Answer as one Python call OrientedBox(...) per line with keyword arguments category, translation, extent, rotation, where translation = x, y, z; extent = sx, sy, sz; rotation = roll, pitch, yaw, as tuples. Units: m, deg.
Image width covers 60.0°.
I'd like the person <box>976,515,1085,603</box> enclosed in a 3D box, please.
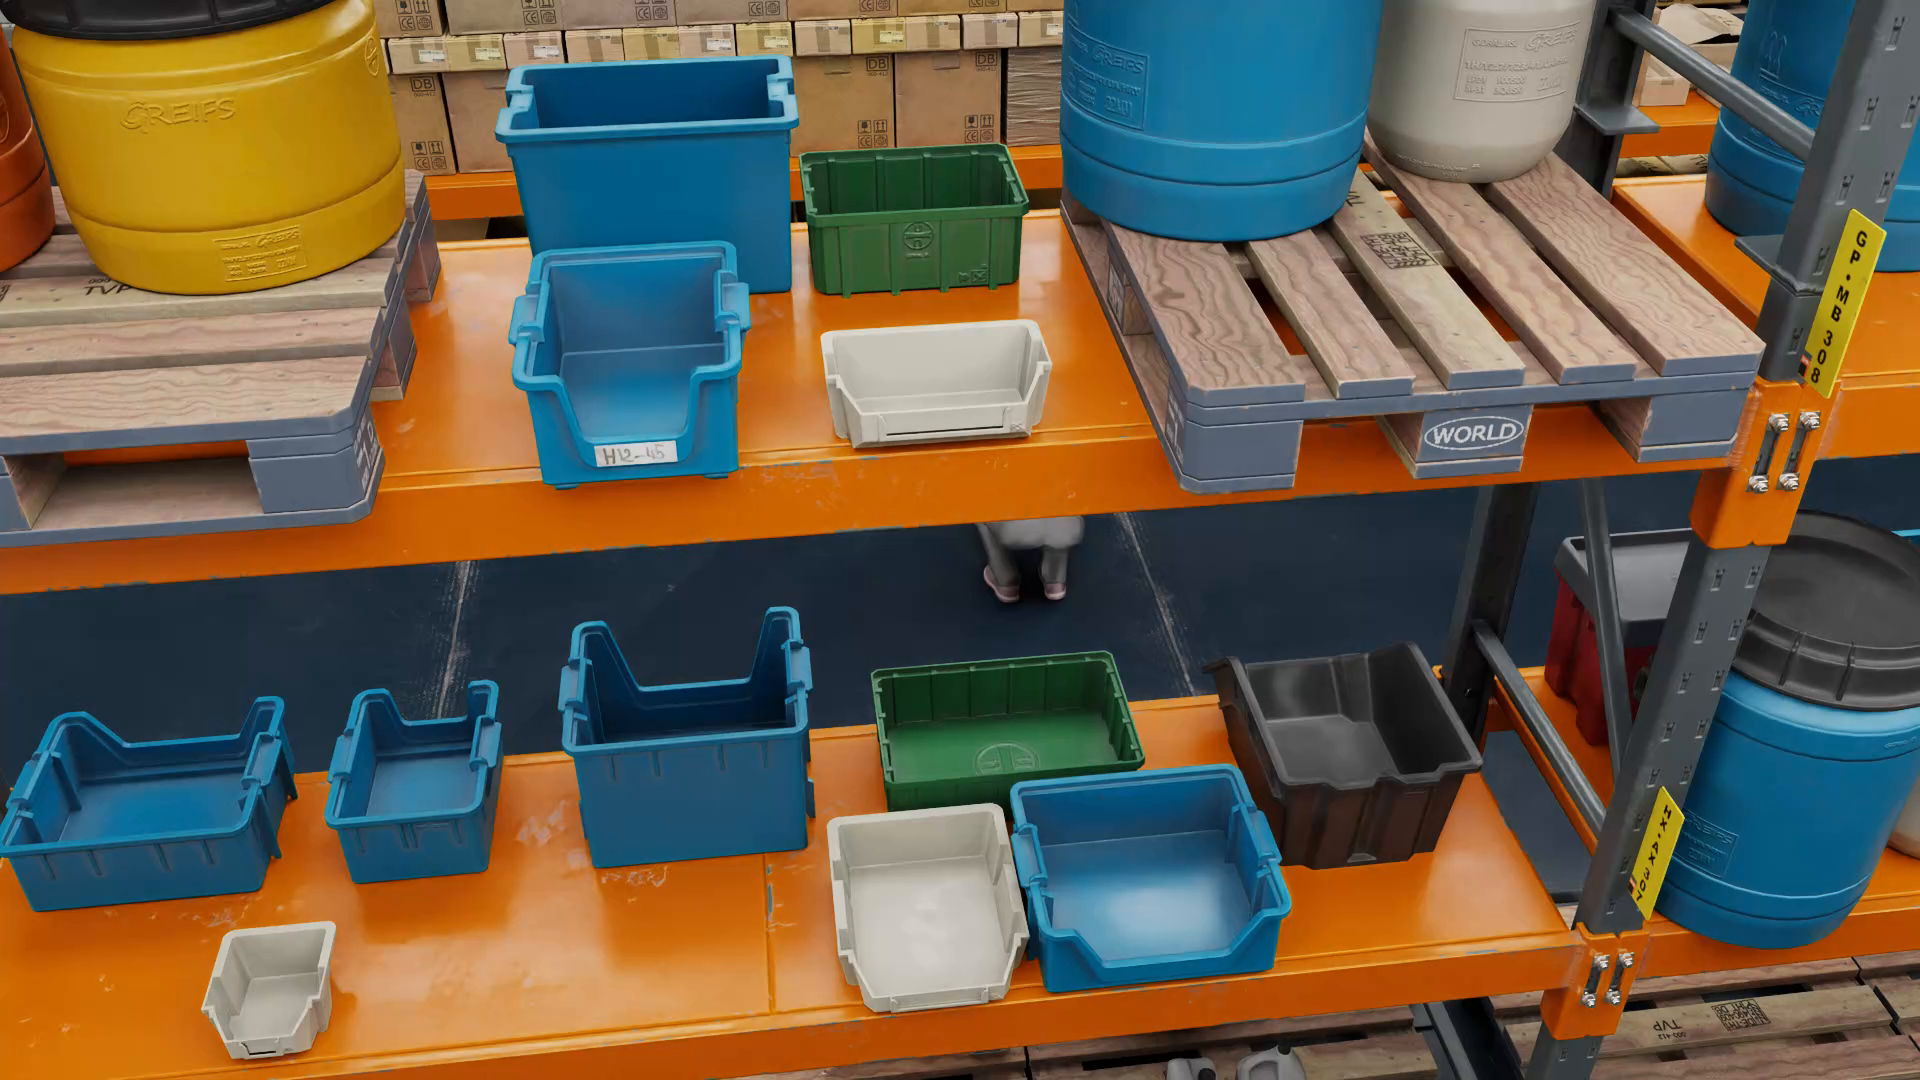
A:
OrientedBox(category="person", translation=(0.276, -0.156, 7.190), extent=(0.440, 0.759, 0.846), rotation=(-5, 35, -7))
